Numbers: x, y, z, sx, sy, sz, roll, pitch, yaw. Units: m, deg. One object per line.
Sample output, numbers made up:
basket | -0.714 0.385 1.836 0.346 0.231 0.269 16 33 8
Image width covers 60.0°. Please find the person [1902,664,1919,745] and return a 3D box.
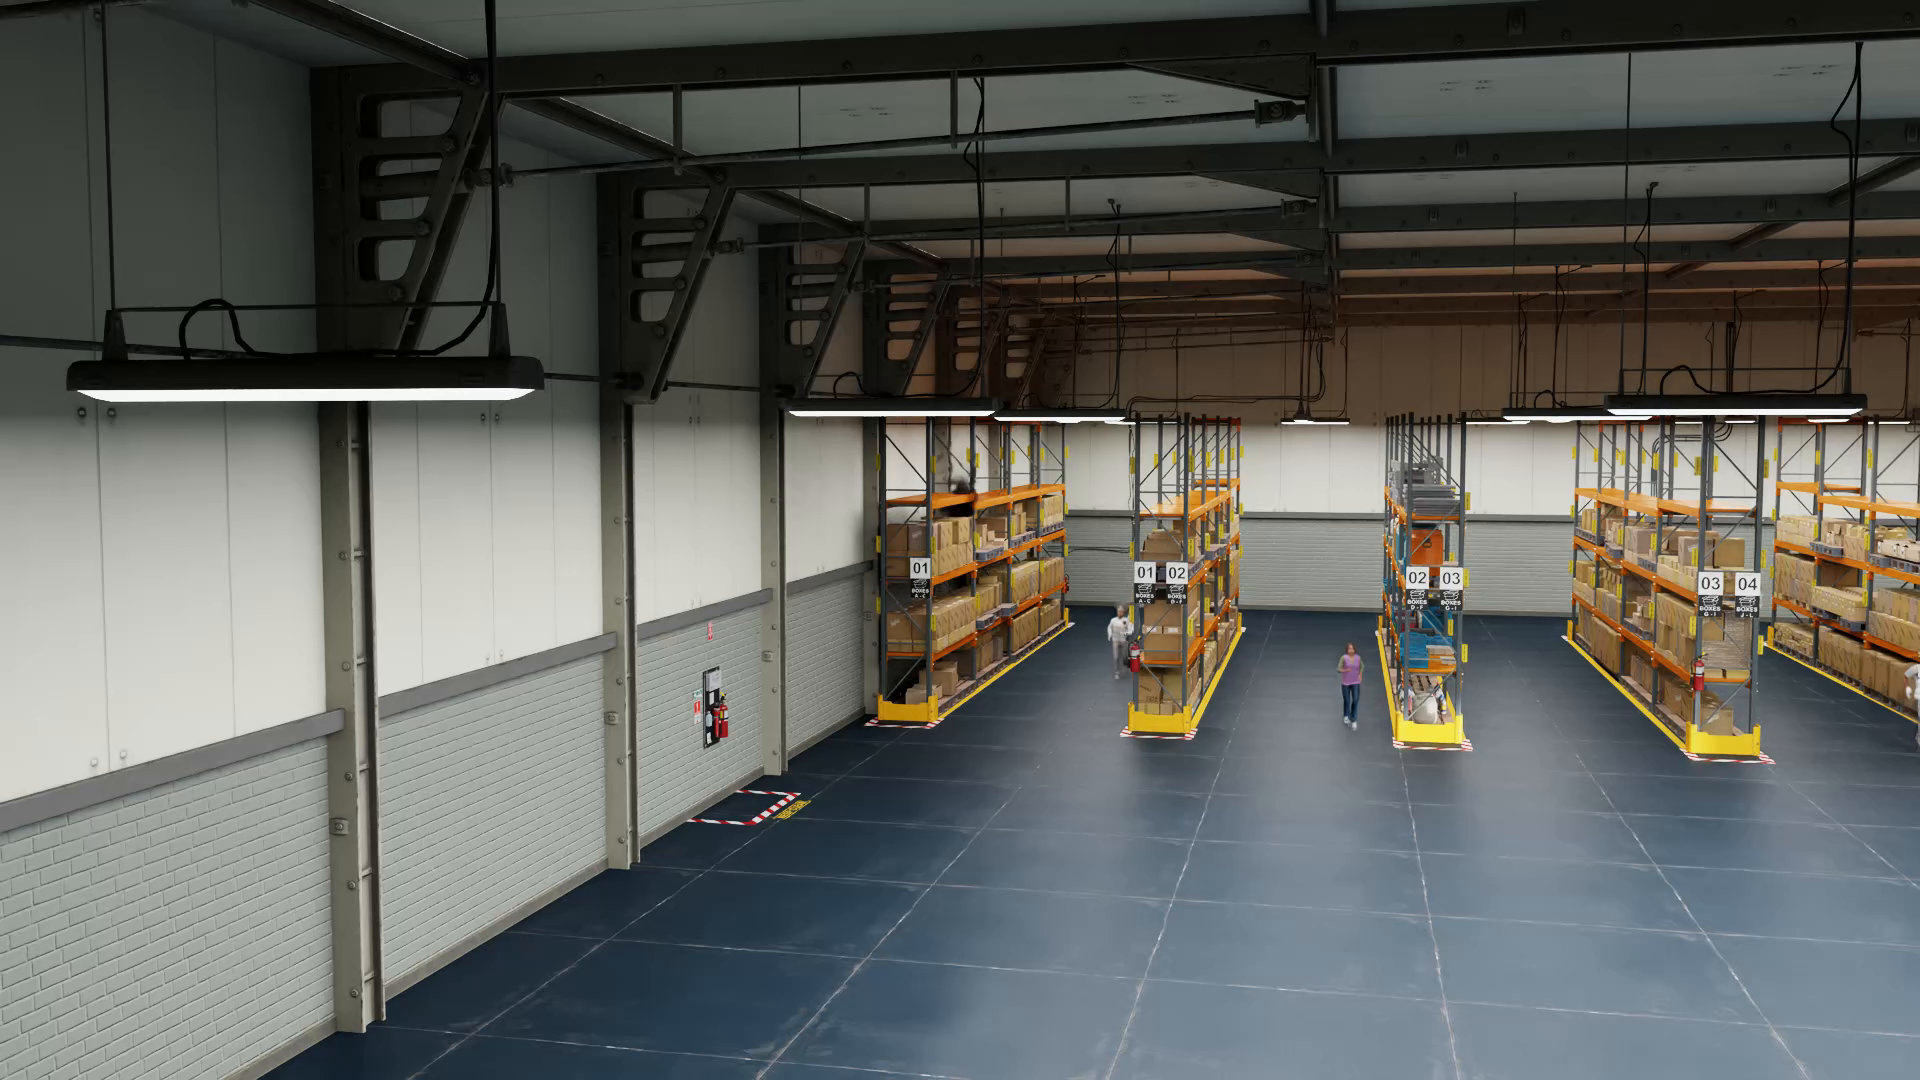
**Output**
person | 17.029 2.832 29.258 0.671 1.819 0.897 0 4 2

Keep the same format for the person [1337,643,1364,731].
person | 7.431 2.769 31.636 0.523 1.634 0.704 1 4 8

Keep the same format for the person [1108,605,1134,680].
person | 3.646 2.316 37.862 0.624 1.669 0.856 1 4 13

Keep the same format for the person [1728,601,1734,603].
person | 20.165 1.960 43.837 0.764 1.573 0.608 -4 5 -45
